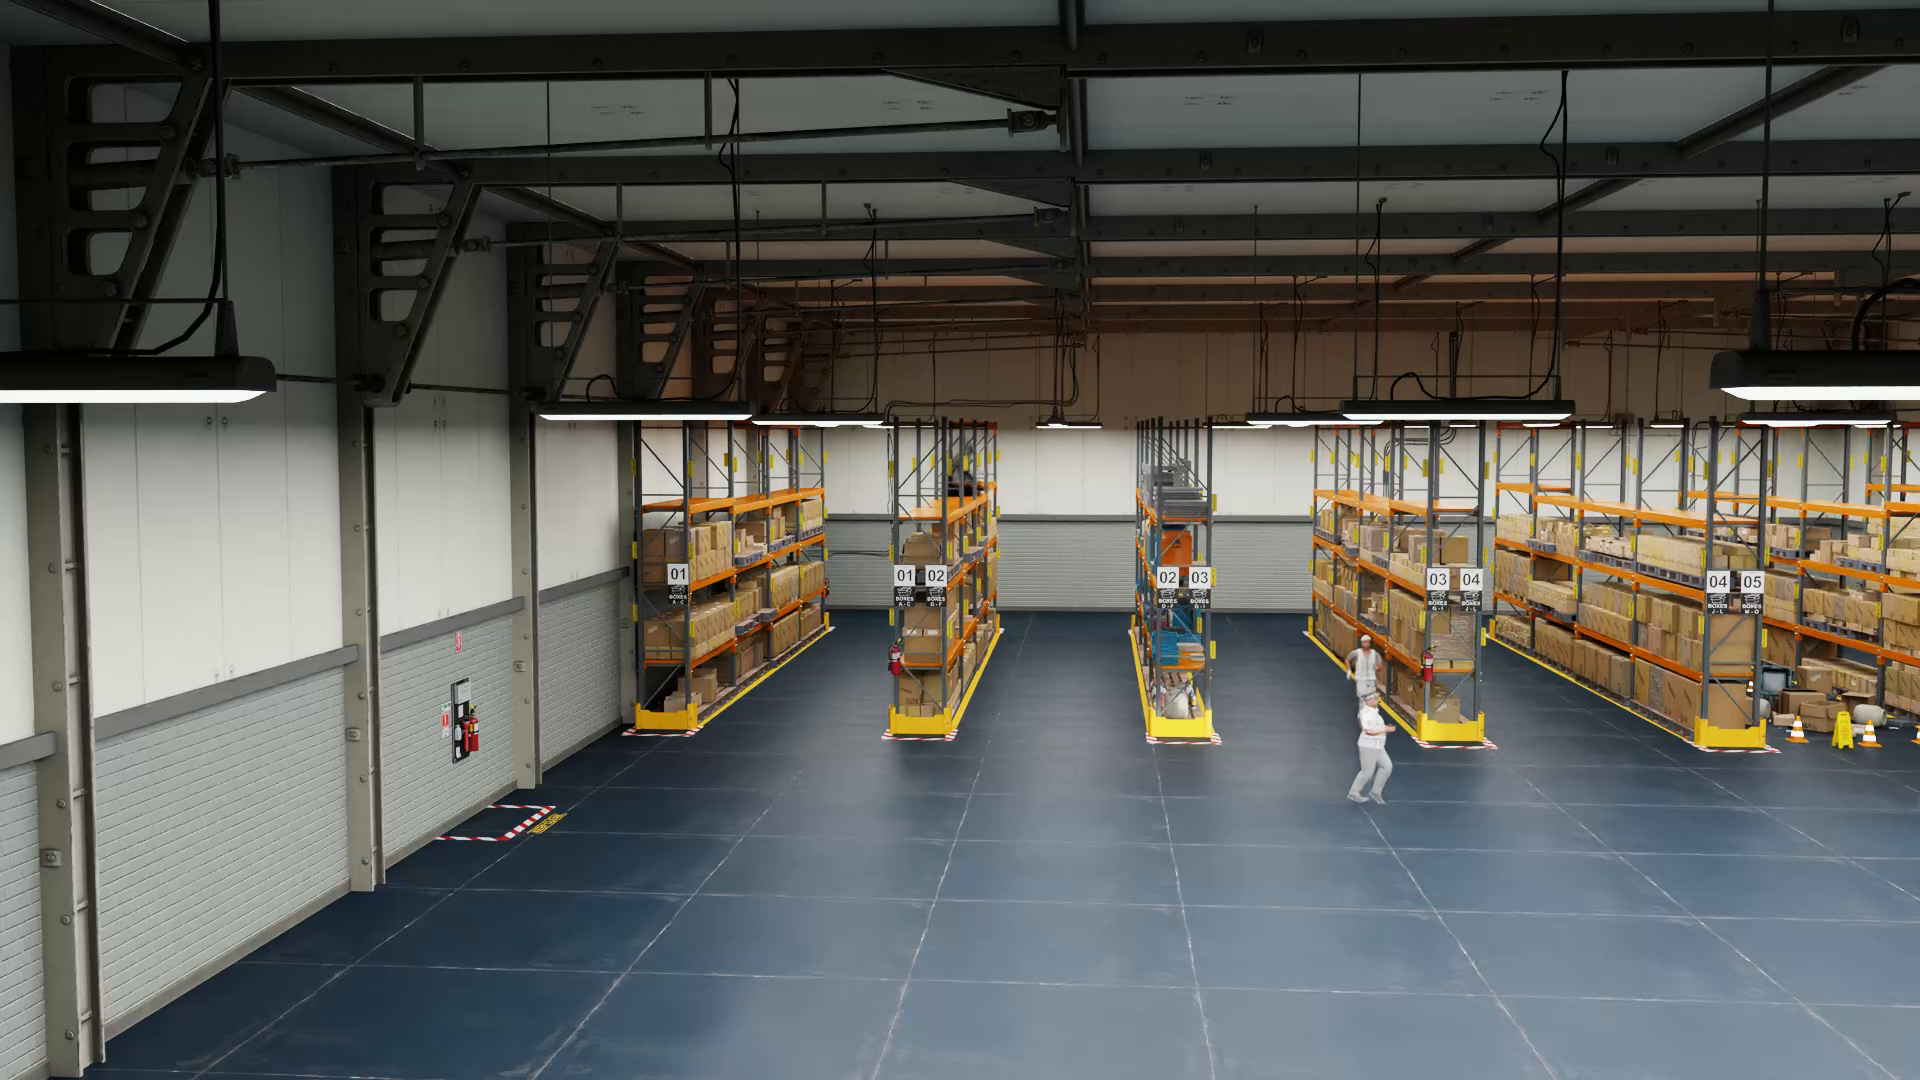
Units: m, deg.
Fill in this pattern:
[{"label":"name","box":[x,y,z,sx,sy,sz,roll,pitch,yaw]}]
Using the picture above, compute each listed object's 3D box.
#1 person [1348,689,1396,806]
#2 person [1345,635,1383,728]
[{"label":"person","box":[6.315,3.186,25.422,0.727,1.836,0.640,2,4,28]},{"label":"person","box":[7.760,2.723,31.884,0.653,1.822,0.855,0,4,-6]}]
